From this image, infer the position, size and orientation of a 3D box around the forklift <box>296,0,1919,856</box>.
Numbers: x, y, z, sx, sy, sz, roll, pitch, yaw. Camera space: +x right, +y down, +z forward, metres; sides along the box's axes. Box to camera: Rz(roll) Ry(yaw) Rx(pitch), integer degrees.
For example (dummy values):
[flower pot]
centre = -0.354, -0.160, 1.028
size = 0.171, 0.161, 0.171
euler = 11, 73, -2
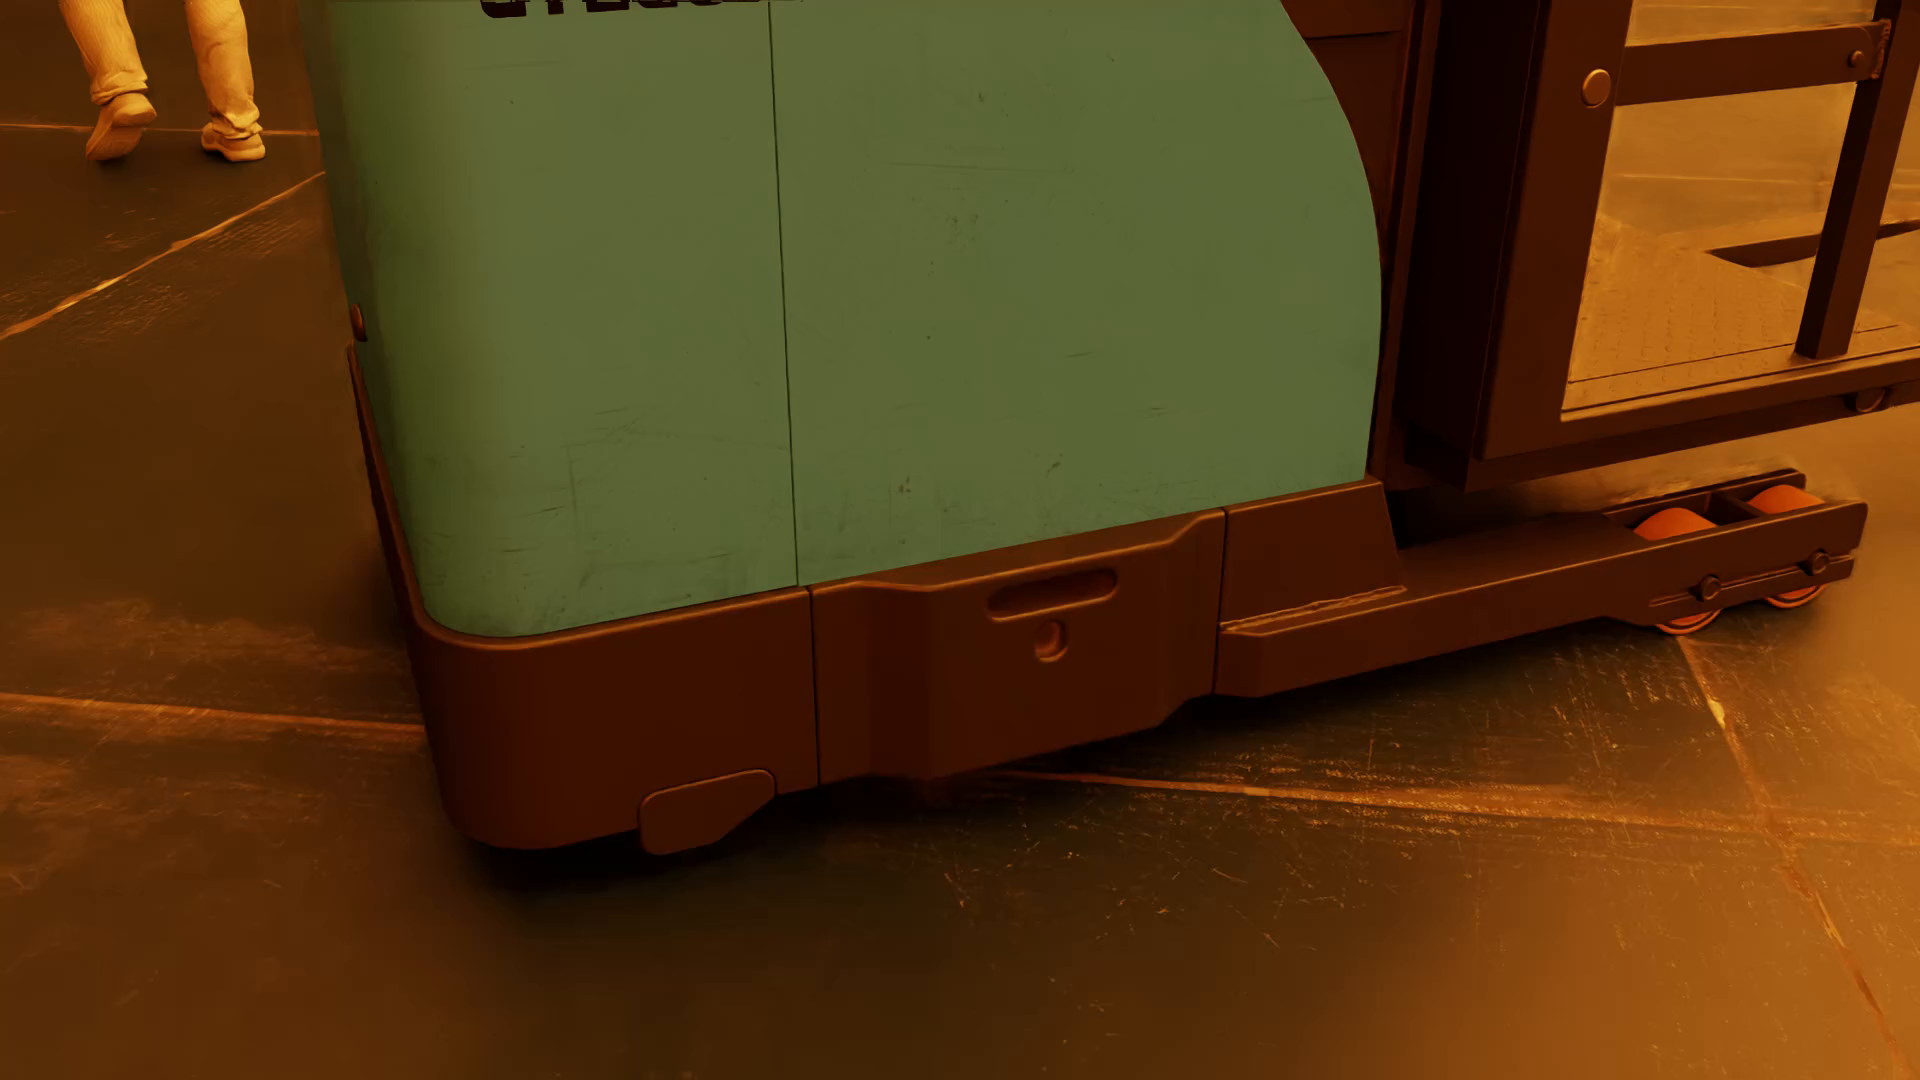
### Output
[forklift]
centre = 0.695, -1.391, 2.005
size = 3.031, 2.935, 1.130
euler = -11, 28, -20

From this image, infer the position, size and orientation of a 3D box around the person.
[person]
centre = -2.162, -1.871, 4.319
size = 0.687, 1.764, 0.483
euler = -21, 33, -36
